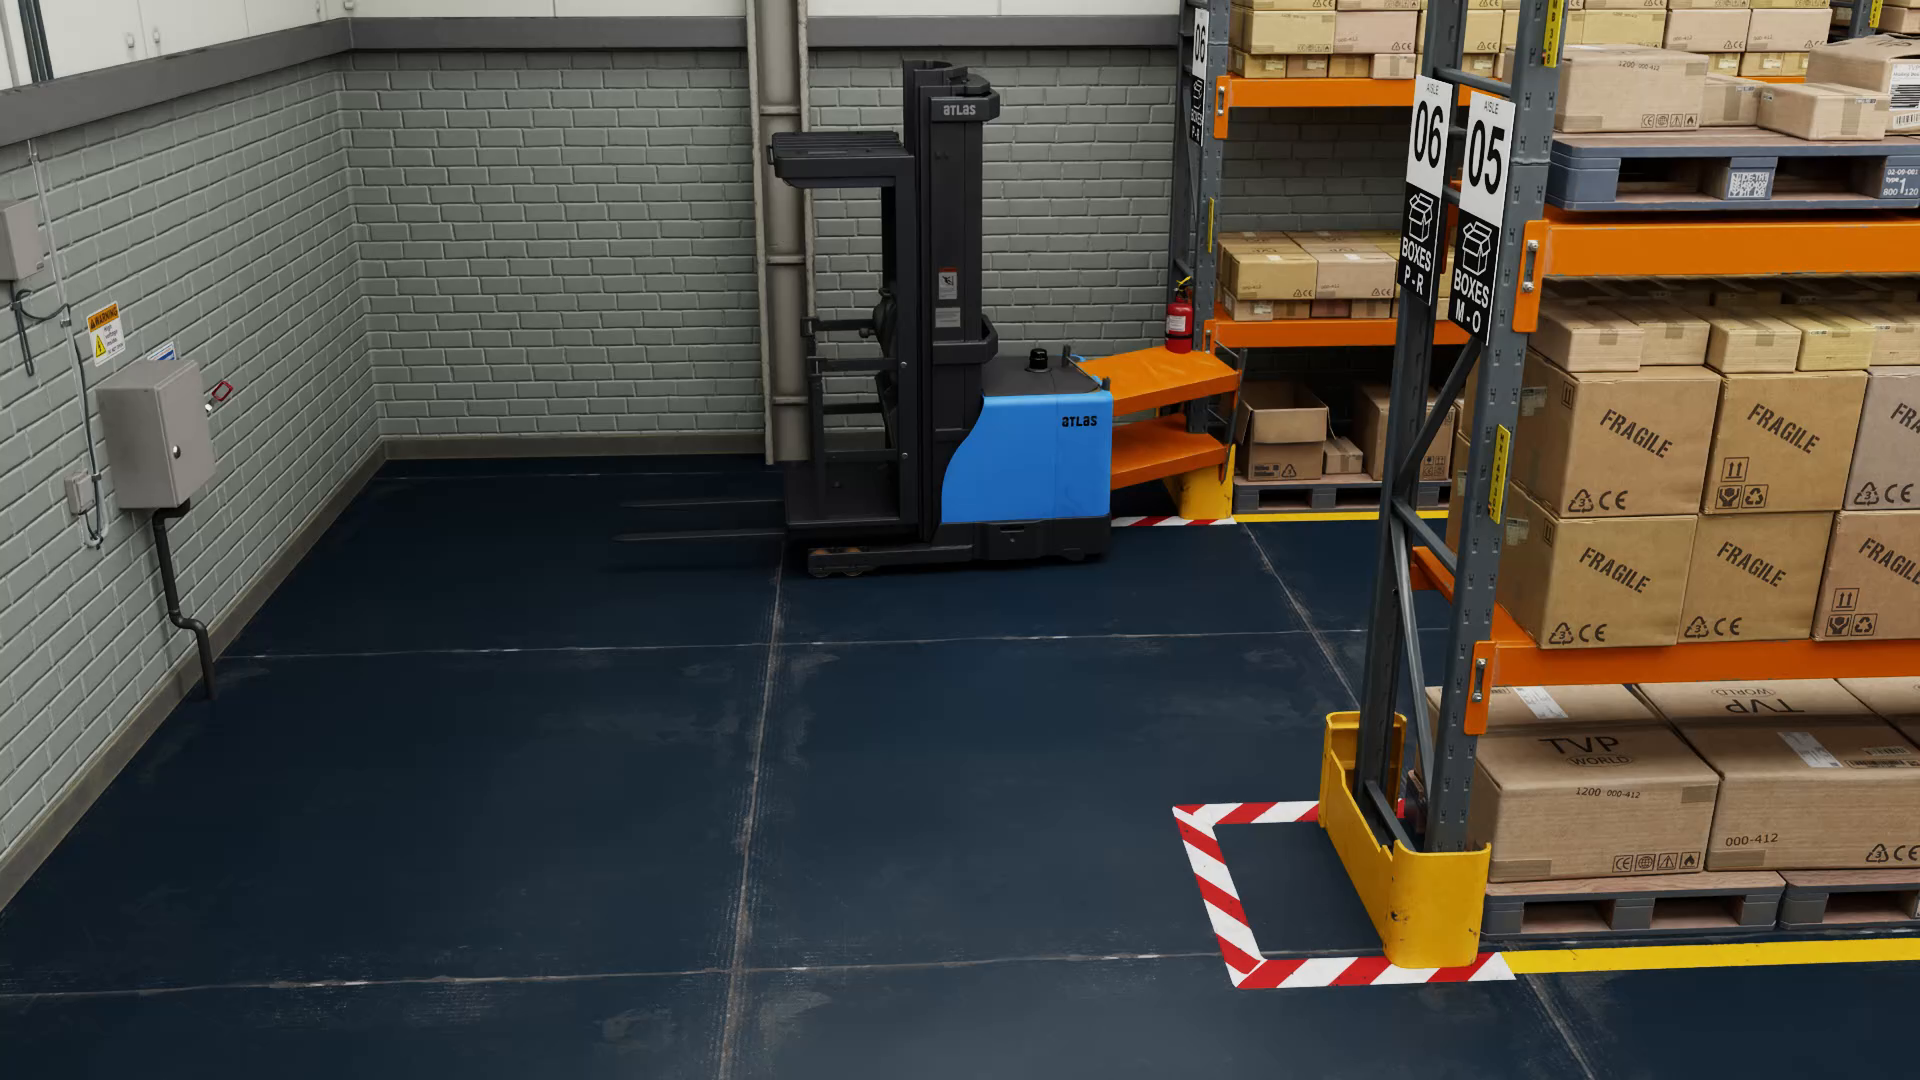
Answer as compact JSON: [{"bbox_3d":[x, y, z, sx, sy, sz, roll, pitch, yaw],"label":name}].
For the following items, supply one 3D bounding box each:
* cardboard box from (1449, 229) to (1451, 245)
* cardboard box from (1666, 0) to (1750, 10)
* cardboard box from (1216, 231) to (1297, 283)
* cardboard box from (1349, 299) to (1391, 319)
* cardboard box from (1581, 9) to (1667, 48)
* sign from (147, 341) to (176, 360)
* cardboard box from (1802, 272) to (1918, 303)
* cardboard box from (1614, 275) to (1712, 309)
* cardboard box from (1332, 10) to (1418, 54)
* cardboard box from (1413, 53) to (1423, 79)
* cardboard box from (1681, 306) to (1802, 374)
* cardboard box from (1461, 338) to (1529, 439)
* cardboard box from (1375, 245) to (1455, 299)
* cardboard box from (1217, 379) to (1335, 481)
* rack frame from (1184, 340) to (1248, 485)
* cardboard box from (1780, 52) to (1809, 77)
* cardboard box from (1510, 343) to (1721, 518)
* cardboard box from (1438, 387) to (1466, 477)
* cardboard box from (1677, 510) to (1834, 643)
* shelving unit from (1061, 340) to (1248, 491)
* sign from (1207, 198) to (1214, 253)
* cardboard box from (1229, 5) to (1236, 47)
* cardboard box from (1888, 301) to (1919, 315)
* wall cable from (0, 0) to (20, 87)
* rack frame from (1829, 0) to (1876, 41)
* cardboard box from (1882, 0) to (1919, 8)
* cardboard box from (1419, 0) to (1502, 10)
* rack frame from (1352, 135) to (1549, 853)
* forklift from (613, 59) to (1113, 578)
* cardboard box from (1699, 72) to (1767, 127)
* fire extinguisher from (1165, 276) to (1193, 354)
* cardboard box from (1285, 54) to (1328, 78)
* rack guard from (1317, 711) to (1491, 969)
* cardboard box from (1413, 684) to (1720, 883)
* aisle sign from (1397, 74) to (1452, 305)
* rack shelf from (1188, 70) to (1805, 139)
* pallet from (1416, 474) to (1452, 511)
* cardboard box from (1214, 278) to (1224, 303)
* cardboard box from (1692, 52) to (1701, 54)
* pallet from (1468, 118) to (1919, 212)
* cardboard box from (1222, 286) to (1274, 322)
[{"bbox_3d":[3.498,-1.944,11.304,0.500,0.250,0.500,-1,21,-3],"label":"cardboard box"},{"bbox_3d":[4.519,-3.419,10.259,0.500,0.250,0.500,-1,21,-4],"label":"cardboard box"},{"bbox_3d":[1.966,-1.915,11.228,0.500,0.250,0.500,-1,21,-1],"label":"cardboard box"},{"bbox_3d":[2.633,-1.557,10.847,0.250,0.149,0.380,-1,21,-1],"label":"cardboard box"},{"bbox_3d":[4.018,-3.175,10.321,0.500,0.250,0.500,-1,21,-2],"label":"cardboard box"},{"bbox_3d":[-4.028,-0.732,8.462,0.001,0.494,0.329,-1,21,-3],"label":"sign"},{"bbox_3d":[3.427,-0.920,6.365,0.250,0.149,0.380,-1,21,-2],"label":"cardboard box"},{"bbox_3d":[2.661,-0.924,6.374,0.250,0.149,0.380,-1,21,-4],"label":"cardboard box"},{"bbox_3d":[2.487,-3.143,10.237,0.500,0.250,0.500,-1,21,-2],"label":"cardboard box"},{"bbox_3d":[2.887,-2.941,10.267,0.250,0.149,0.380,-1,21,-3],"label":"cardboard box"},{"bbox_3d":[2.703,-0.700,5.787,0.250,0.149,0.380,-1,21,-1],"label":"cardboard box"},{"bbox_3d":[2.277,-0.588,6.403,0.500,0.500,0.500,0,21,-1],"label":"cardboard box"},{"bbox_3d":[3.000,-1.747,10.785,0.500,0.250,0.500,-2,21,-4],"label":"cardboard box"},{"bbox_3d":[2.138,-0.751,11.295,0.637,0.503,0.797,-2,21,-5],"label":"cardboard box"},{"bbox_3d":[1.629,-0.837,10.844,0.032,1.125,0.500,-14,38,-25],"label":"rack frame"},{"bbox_3d":[5.174,-2.996,10.411,0.250,0.149,0.380,-1,21,-3],"label":"cardboard box"},{"bbox_3d":[2.305,-0.402,5.915,0.500,0.500,0.500,-2,21,-4],"label":"cardboard box"},{"bbox_3d":[3.527,-0.728,11.240,0.500,0.500,0.500,-1,21,-2],"label":"cardboard box"},{"bbox_3d":[2.808,0.046,6.143,0.500,0.500,0.500,-1,21,-4],"label":"cardboard box"},{"bbox_3d":[1.182,-0.726,10.627,1.048,1.125,0.538,-14,38,-25],"label":"shelving unit"},{"bbox_3d":[1.553,-1.954,10.321,0.005,0.325,0.100,-1,21,-3],"label":"sign"},{"bbox_3d":[1.951,-3.319,10.699,0.500,0.250,0.500,-2,21,-4],"label":"cardboard box"},{"bbox_3d":[3.475,-0.726,5.855,0.250,0.149,0.380,-1,21,-3],"label":"cardboard box"},{"bbox_3d":[-3.894,-2.834,5.419,0.029,3.000,2.355,-1,21,-3],"label":"wall cable"},{"bbox_3d":[5.516,-4.627,10.128,0.127,3.000,1.000,-1,21,-3],"label":"rack frame"},{"bbox_3d":[5.839,-3.340,10.167,0.250,0.149,0.380,-1,21,-1],"label":"cardboard box"},{"bbox_3d":[2.989,-3.385,10.171,0.500,0.250,0.500,-1,21,-4],"label":"cardboard box"},{"bbox_3d":[1.809,0.021,6.351,0.127,3.000,1.000,-1,21,-3],"label":"rack frame"},{"bbox_3d":[-0.624,-1.343,10.029,3.031,2.935,1.130,-2,21,-7],"label":"forklift"},{"bbox_3d":[2.667,-1.585,5.974,0.250,0.149,0.380,-3,21,-7],"label":"cardboard box"},{"bbox_3d":[1.402,-1.365,10.623,0.183,0.674,0.296,-1,21,-3],"label":"fire extinguisher"},{"bbox_3d":[2.114,-2.965,10.331,0.250,0.149,0.380,-1,21,-2],"label":"cardboard box"},{"bbox_3d":[1.785,1.190,6.794,0.348,0.500,1.175,-1,21,-3],"label":"rack guard"},{"bbox_3d":[2.462,0.973,6.860,0.875,0.438,0.875,-2,21,-5],"label":"cardboard box"},{"bbox_3d":[1.720,-1.303,6.173,0.004,0.787,0.394,-1,21,-3],"label":"aisle sign"},{"bbox_3d":[3.519,-2.849,10.683,4.000,0.370,1.077,-1,21,-3],"label":"rack shelf"},{"bbox_3d":[3.609,-0.481,11.588,1.213,0.211,1.003,-1,21,-3],"label":"pallet"},{"bbox_3d":[1.838,-1.727,11.294,0.250,0.149,0.380,-1,21,-4],"label":"cardboard box"},{"bbox_3d":[4.415,-2.986,10.386,0.250,0.149,0.380,-1,21,-3],"label":"cardboard box"},{"bbox_3d":[2.549,-1.358,5.882,1.213,0.211,1.003,-1,21,-3],"label":"pallet"},{"bbox_3d":[1.866,-1.534,10.788,0.250,0.149,0.380,-1,21,-3],"label":"cardboard box"}]
